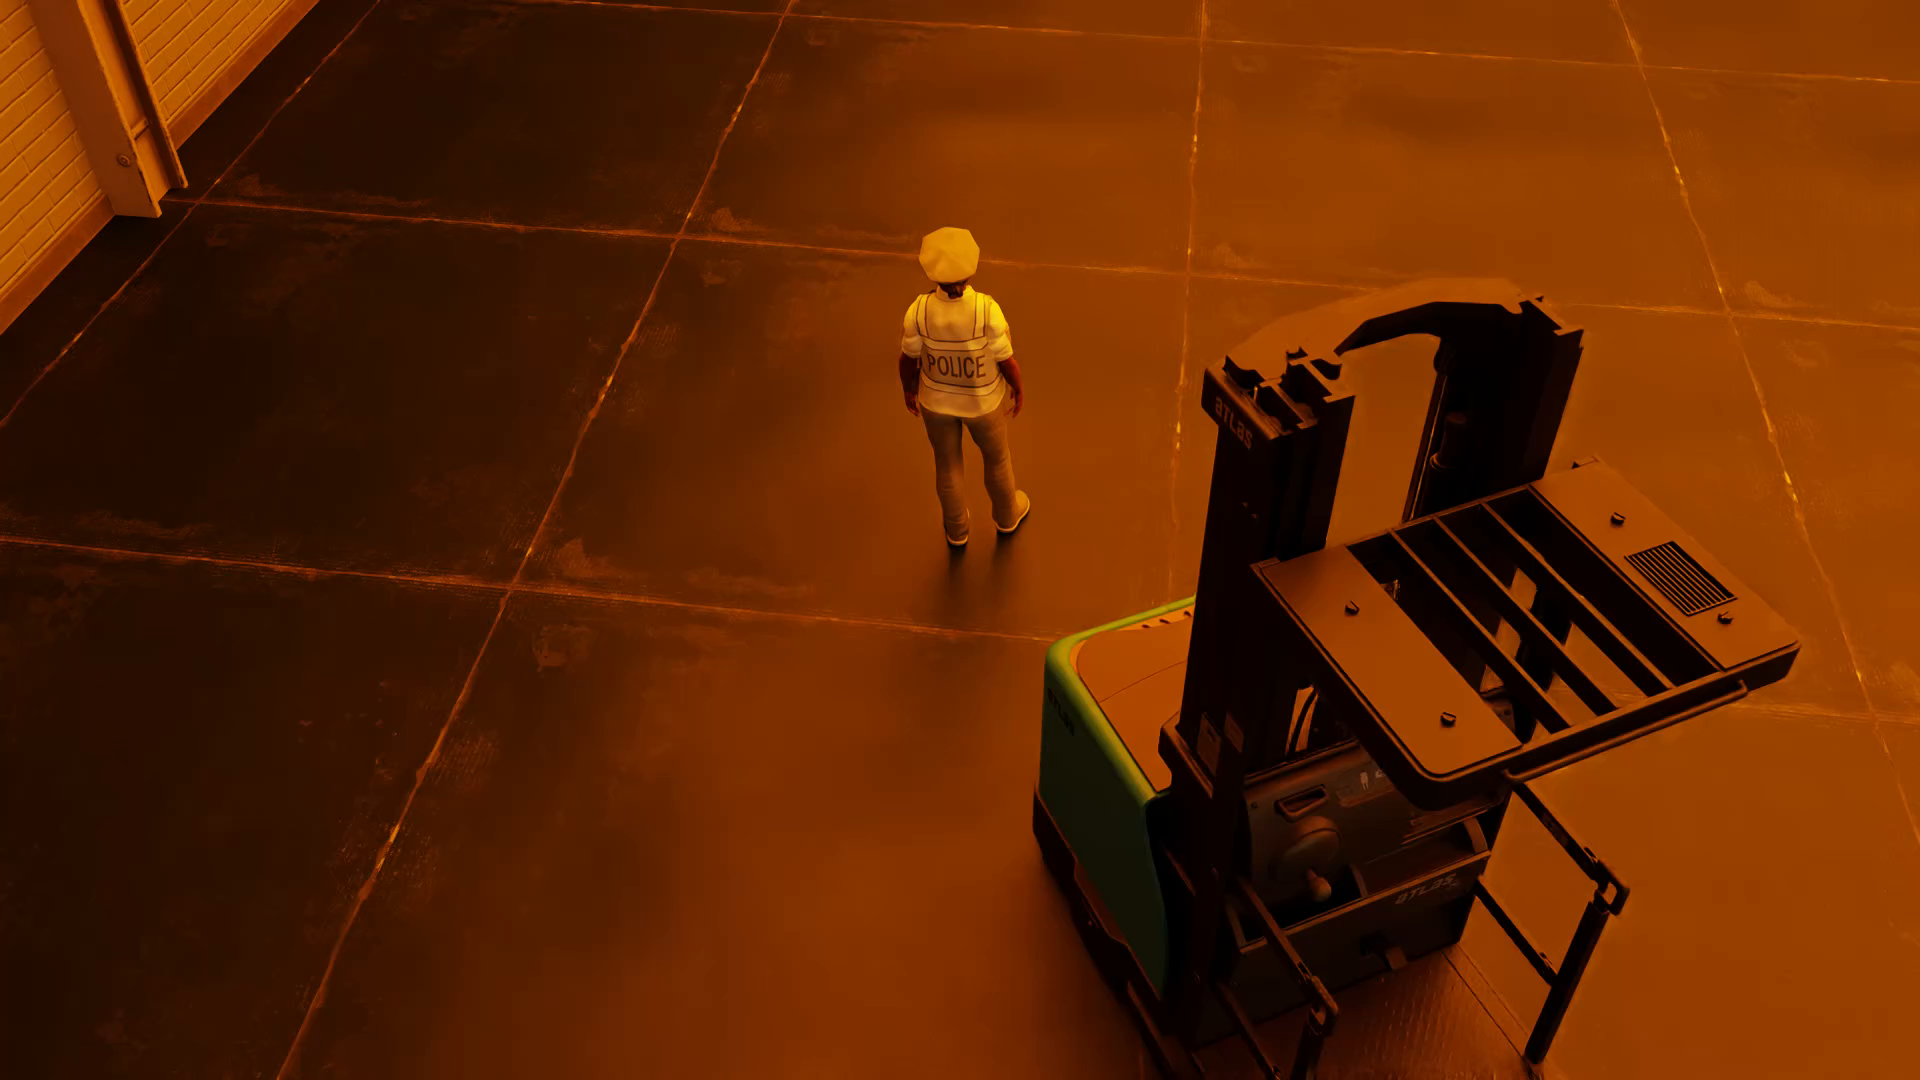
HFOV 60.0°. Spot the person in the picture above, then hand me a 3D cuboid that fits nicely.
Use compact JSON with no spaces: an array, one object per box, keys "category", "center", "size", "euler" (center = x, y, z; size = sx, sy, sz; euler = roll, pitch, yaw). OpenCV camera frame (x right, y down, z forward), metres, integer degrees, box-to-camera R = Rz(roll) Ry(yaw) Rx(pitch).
[{"category":"person","center":[0.029,-0.678,7.366],"size":[0.570,1.697,0.528],"euler":[5,43,6]}]

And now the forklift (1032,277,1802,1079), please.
[{"category":"forklift","center":[1.340,0.861,4.787],"size":[1.130,2.935,3.031],"euler":[-16,45,-17]}]
